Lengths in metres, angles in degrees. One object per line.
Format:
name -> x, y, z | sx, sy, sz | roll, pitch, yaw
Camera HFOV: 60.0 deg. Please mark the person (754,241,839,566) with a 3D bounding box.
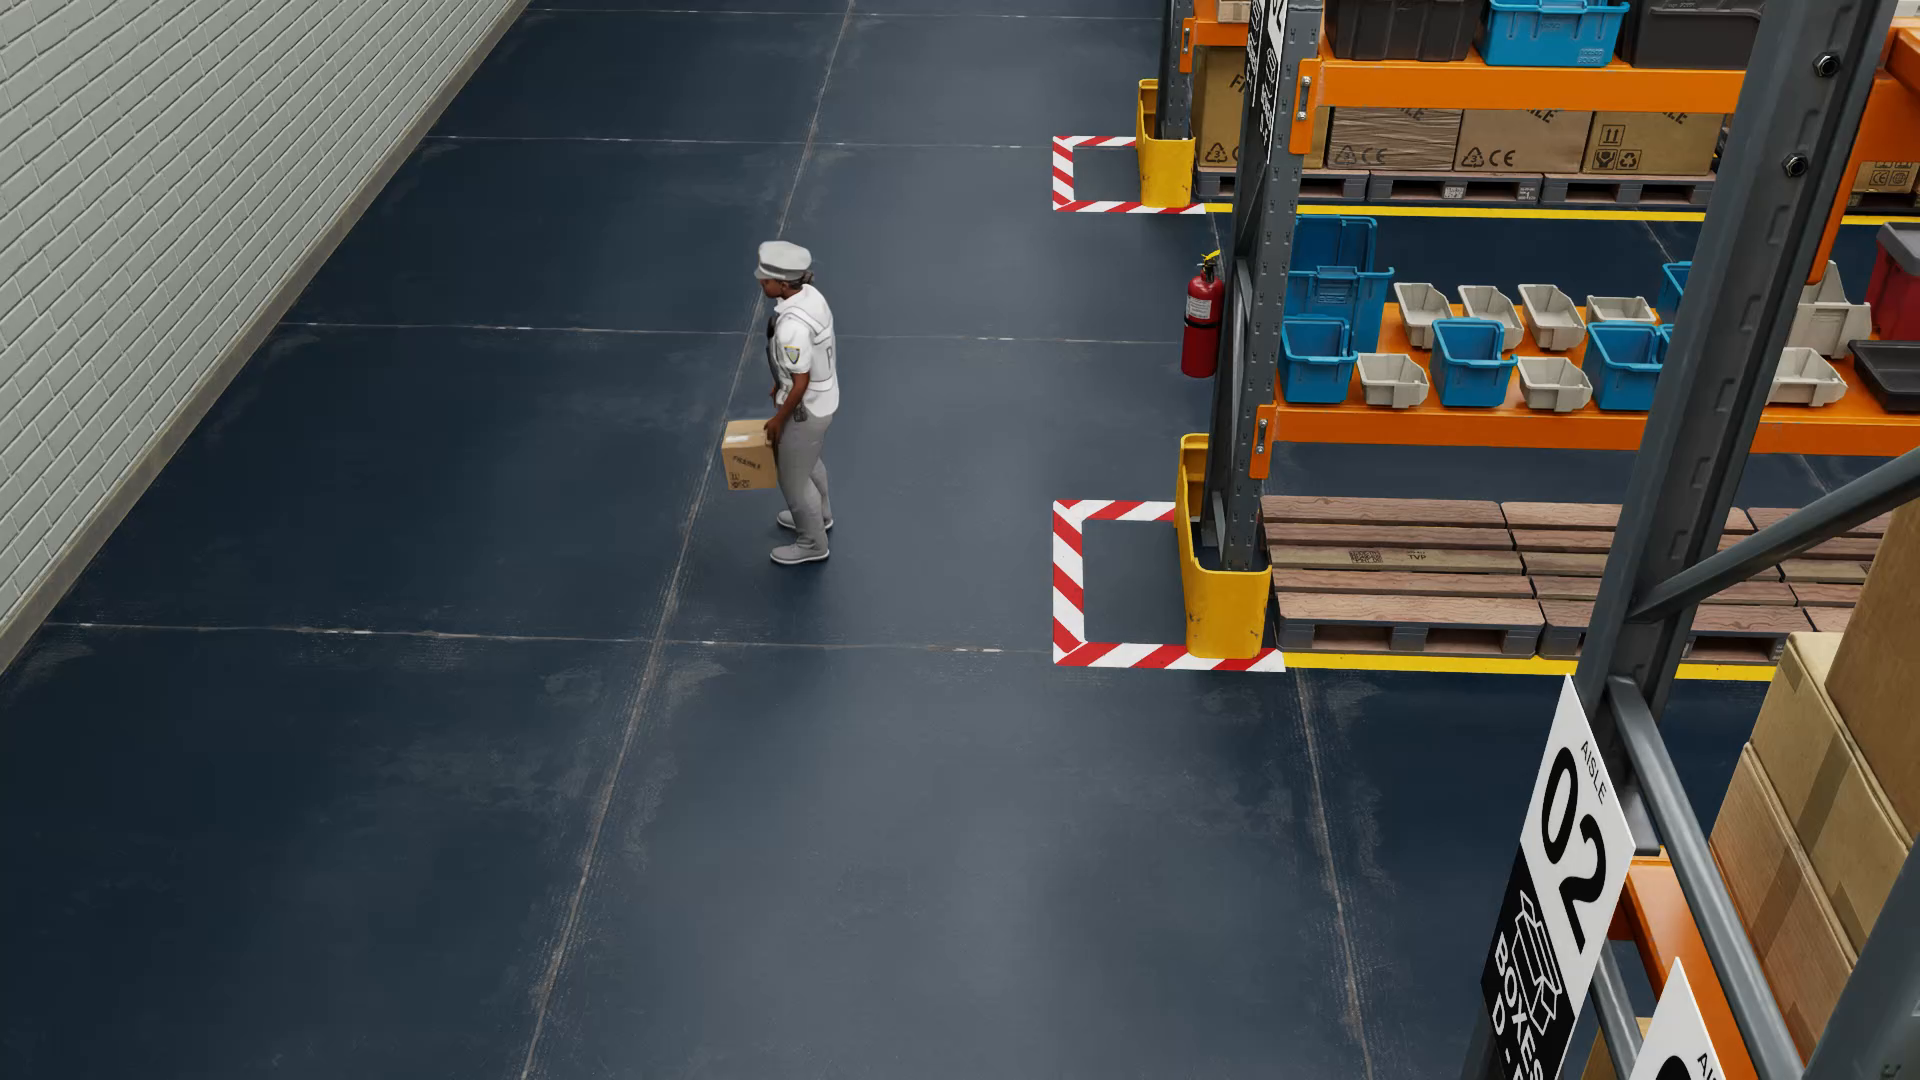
person -> -0.768, -0.658, 8.013 | 0.372, 1.672, 0.492 | 1, 36, 1
